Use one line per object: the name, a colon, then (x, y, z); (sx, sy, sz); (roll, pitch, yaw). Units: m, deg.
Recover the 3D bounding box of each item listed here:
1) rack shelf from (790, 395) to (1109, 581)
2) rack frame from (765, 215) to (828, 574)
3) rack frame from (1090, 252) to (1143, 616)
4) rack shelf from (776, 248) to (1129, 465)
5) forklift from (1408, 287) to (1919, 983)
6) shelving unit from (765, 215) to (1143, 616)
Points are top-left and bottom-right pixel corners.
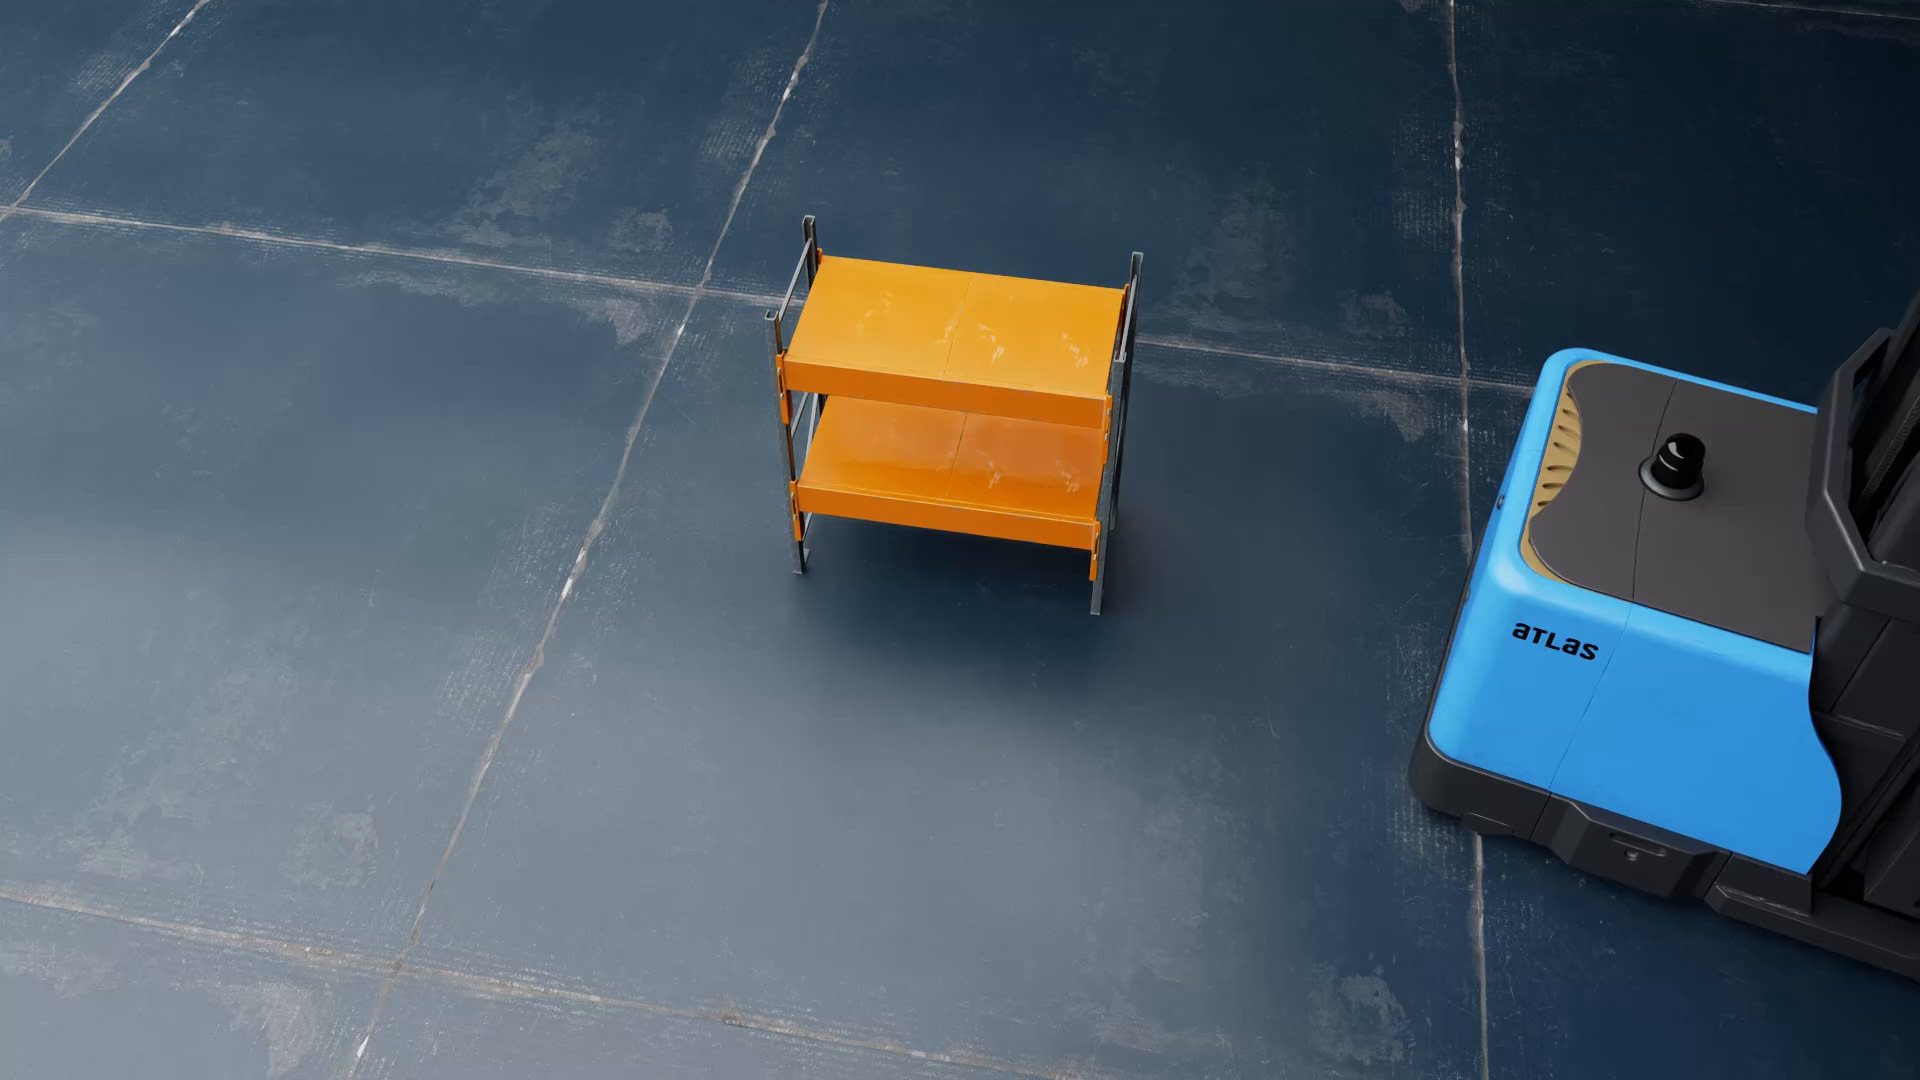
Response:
rack shelf: (-0.007, -0.213, 5.514); (1.000, 0.278, 0.538); (8, 49, 7)
rack frame: (-0.507, -0.444, 5.393); (0.032, 1.125, 0.500); (8, 49, 7)
rack frame: (0.494, -0.310, 5.272); (0.032, 1.125, 0.500); (8, 49, 7)
rack shelf: (-0.007, -0.572, 5.115); (1.000, 0.278, 0.538); (8, 49, 7)
forklift: (2.914, -0.079, 3.851); (3.031, 2.935, 1.130); (18, 50, 15)
shelving unit: (-0.007, -0.377, 5.332); (1.048, 1.125, 0.538); (8, 49, 7)
